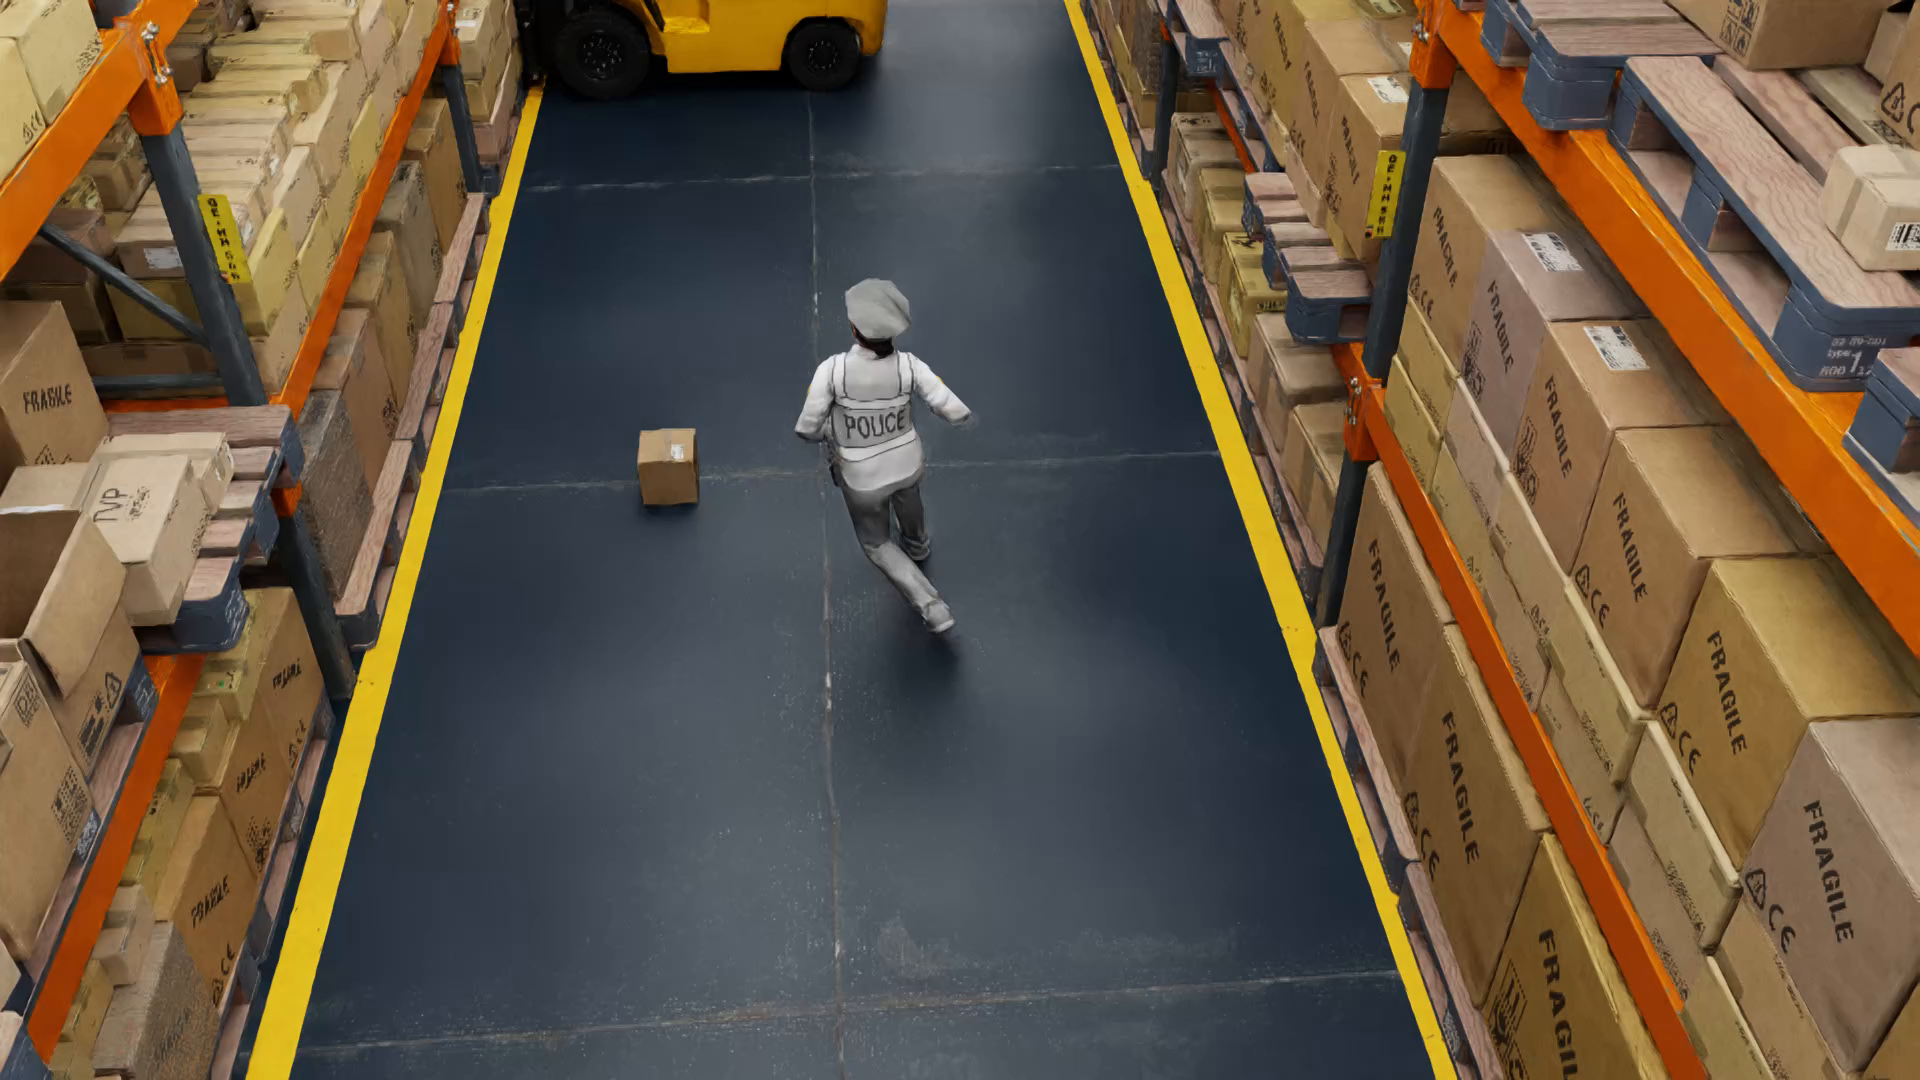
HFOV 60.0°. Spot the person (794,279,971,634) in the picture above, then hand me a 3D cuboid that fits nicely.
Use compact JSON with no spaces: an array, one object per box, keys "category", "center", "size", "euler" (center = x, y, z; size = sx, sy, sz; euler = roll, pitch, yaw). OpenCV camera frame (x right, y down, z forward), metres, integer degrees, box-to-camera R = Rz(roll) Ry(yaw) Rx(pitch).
[{"category":"person","center":[-0.314,-0.344,6.623],"size":[0.685,1.562,0.919],"euler":[-17,42,-19]}]
